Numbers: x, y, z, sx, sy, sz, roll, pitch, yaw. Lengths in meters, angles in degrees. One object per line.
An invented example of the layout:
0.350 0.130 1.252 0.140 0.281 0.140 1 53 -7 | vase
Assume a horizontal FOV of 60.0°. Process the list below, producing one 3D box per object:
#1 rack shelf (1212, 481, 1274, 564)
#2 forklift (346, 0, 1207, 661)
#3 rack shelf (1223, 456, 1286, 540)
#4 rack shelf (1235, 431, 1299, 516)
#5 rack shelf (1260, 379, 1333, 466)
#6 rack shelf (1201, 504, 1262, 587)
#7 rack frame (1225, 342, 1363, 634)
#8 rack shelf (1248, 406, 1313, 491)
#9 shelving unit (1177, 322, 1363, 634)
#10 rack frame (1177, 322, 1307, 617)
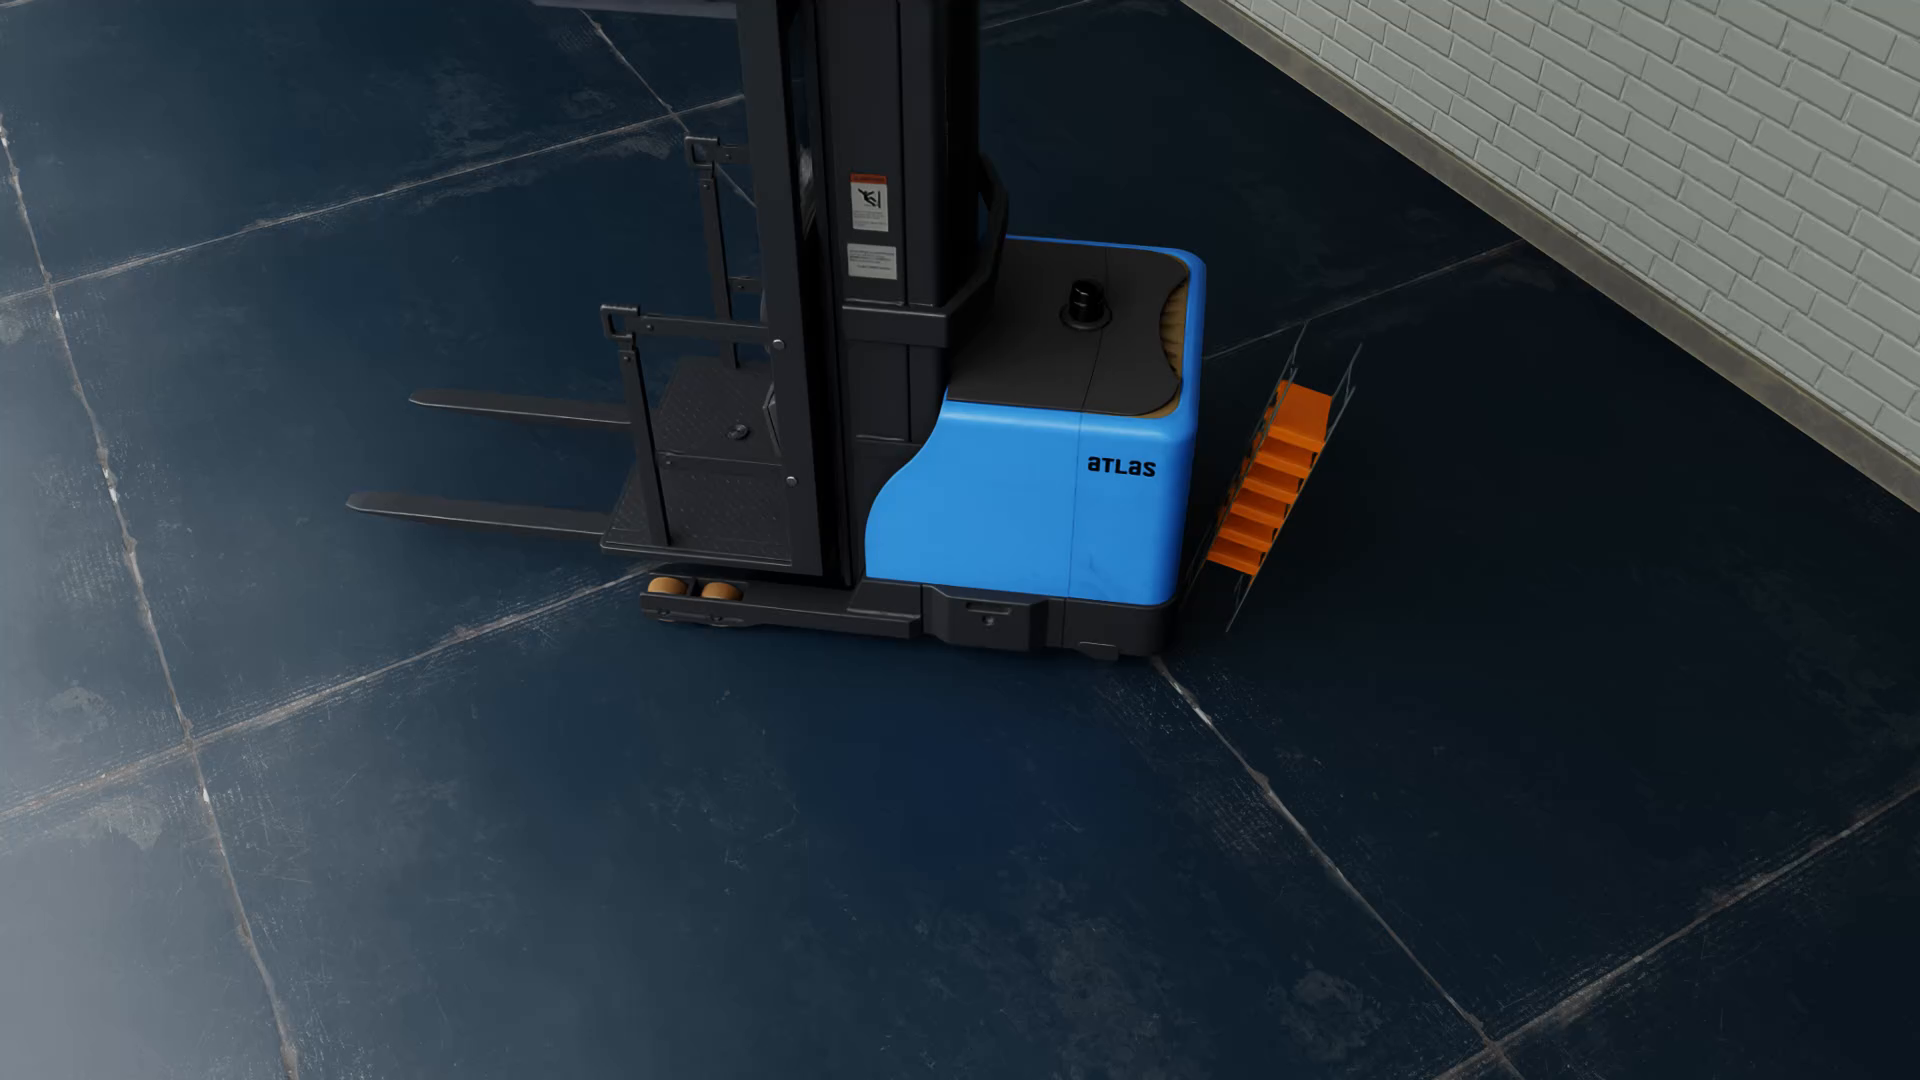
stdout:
0.980 -0.066 5.677 0.180 0.103 0.258 20 46 2 | rack shelf
-0.695 -1.099 5.278 3.031 2.935 1.130 6 44 6 | forklift
1.005 -0.145 5.590 0.180 0.103 0.258 20 46 2 | rack shelf
1.031 -0.224 5.504 0.180 0.103 0.258 20 46 2 | rack shelf
1.081 -0.383 5.331 0.180 0.103 0.258 20 46 2 | rack shelf
0.955 0.014 5.763 0.180 0.103 0.258 20 46 2 | rack shelf
1.101 -0.144 5.556 0.006 1.200 0.240 20 46 2 | rack frame
1.056 -0.303 5.417 0.180 0.103 0.258 20 46 2 | rack shelf
1.015 -0.174 5.558 0.189 1.200 0.258 20 46 2 | shelving unit
0.928 -0.205 5.561 0.006 1.200 0.240 20 46 2 | rack frame
